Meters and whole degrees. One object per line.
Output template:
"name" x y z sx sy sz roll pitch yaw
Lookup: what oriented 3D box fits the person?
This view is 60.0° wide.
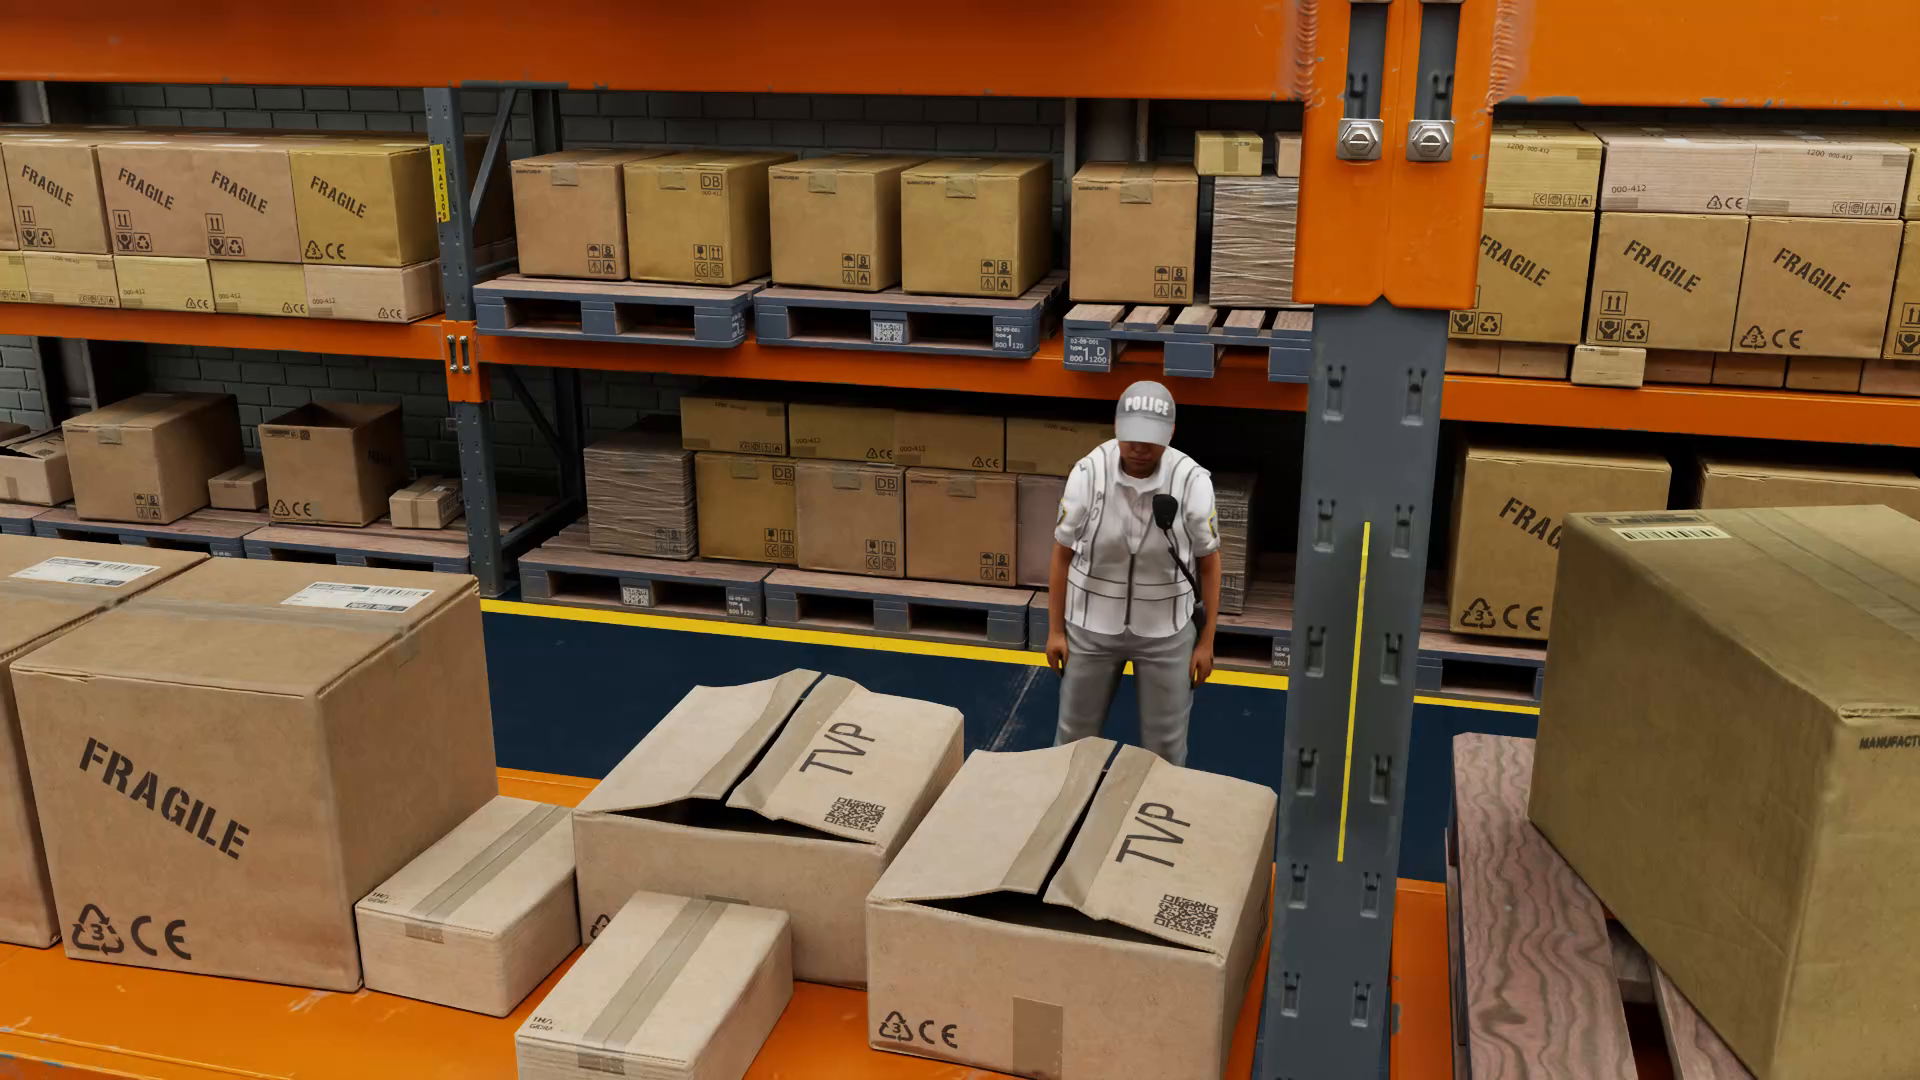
"person" 0.511 0.310 5.117 0.556 1.665 0.467 3 19 10
